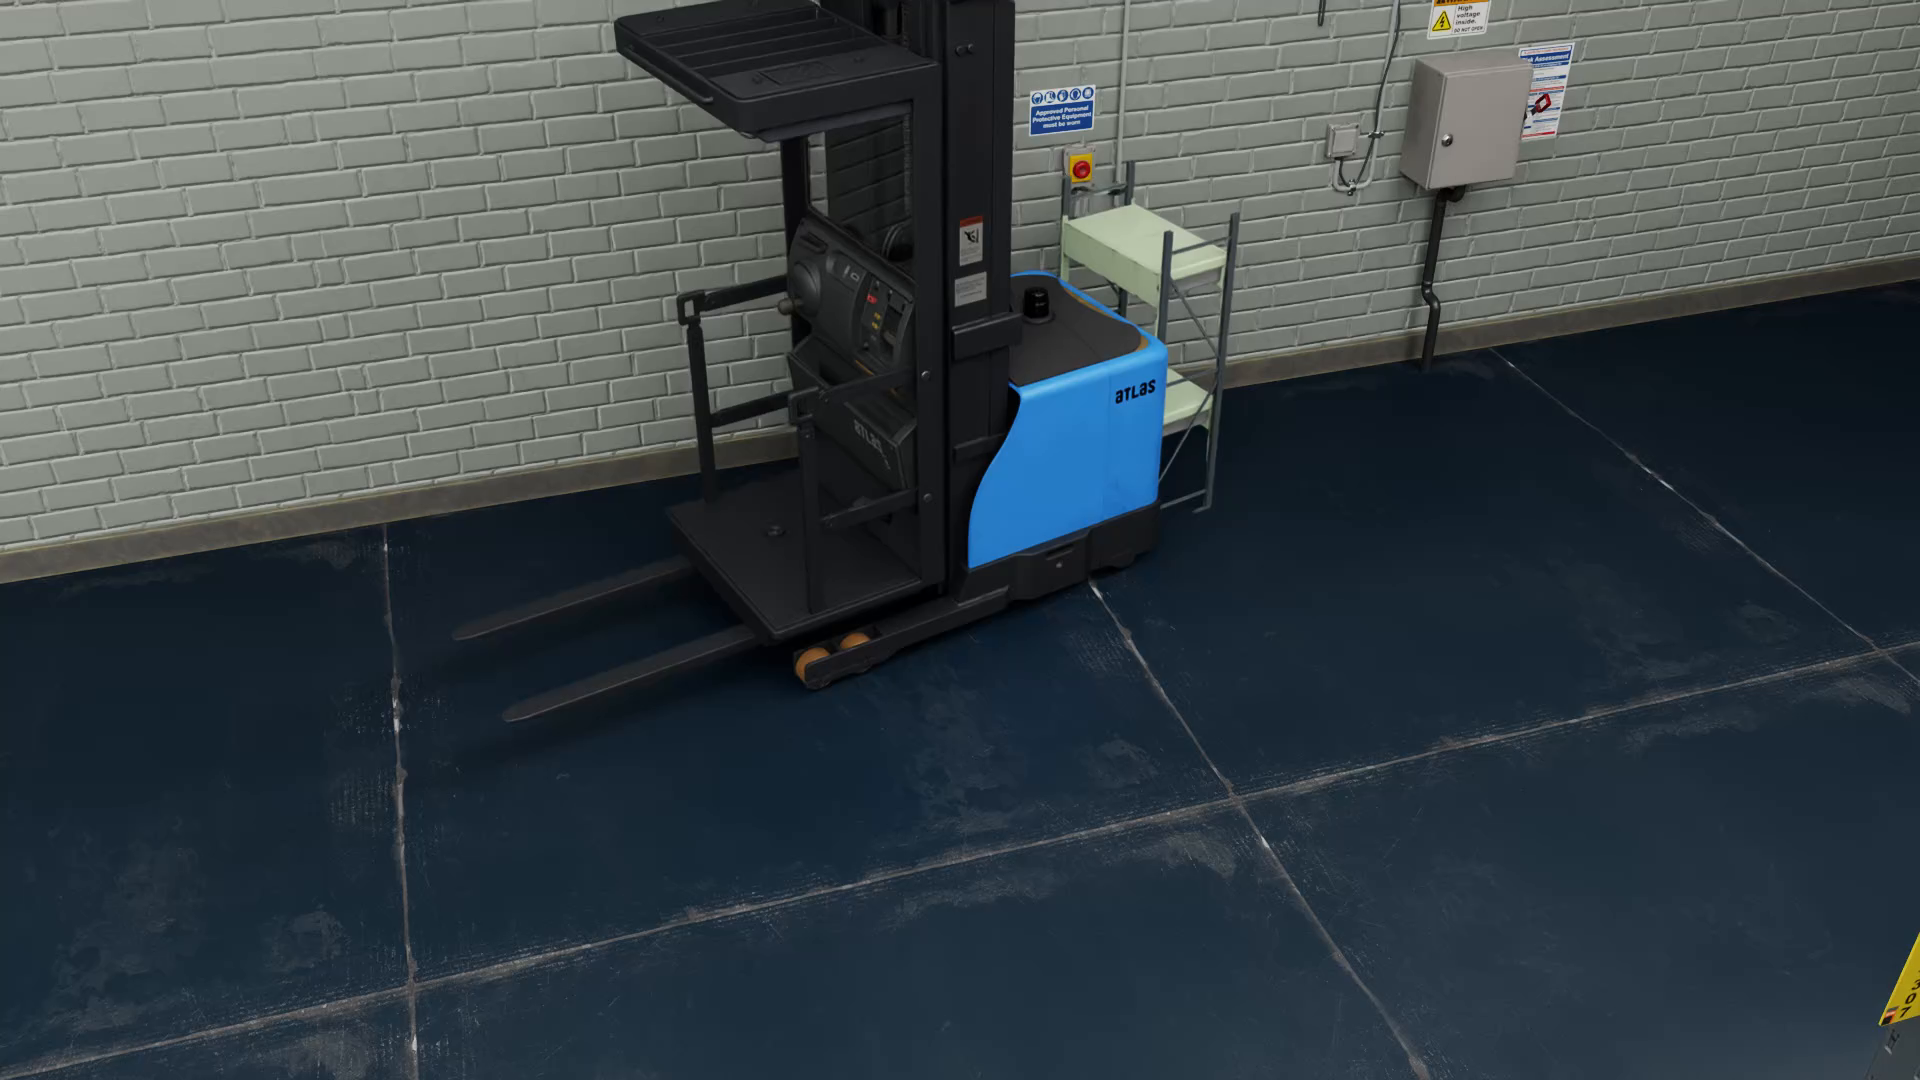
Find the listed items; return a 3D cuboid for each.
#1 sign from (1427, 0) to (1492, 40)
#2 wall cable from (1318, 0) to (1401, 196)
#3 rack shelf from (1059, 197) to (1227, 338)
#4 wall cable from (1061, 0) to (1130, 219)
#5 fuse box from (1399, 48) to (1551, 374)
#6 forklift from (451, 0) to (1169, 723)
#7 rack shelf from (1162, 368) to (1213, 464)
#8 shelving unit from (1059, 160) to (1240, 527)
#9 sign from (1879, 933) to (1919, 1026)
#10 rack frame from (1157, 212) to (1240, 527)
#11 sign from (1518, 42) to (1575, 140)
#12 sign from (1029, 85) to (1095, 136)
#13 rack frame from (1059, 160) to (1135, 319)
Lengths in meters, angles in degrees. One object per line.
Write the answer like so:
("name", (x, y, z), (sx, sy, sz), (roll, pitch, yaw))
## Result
("sign", (2.477, -2.612, 8.233), (0.339, 0.242, 0.001), (-10, 35, -15))
("wall cable", (1.895, -2.560, 7.982), (0.588, 1.984, 0.122), (-10, 35, -15))
("rack shelf", (0.833, -1.221, 7.529), (0.431, 0.370, 0.720), (-20, 38, -27))
("wall cable", (0.547, -2.328, 7.603), (0.585, 1.953, 0.123), (-10, 35, -15))
("fuse box", (2.592, -1.631, 8.666), (0.539, 1.711, 0.414), (-10, 35, -15))
("forklift", (-0.616, -0.946, 6.523), (3.031, 2.935, 1.130), (-19, 38, -26))
("rack shelf", (0.833, -0.623, 7.924), (0.431, 0.370, 0.720), (-20, 38, -27))
("shelving unit", (0.833, -0.895, 7.744), (0.431, 1.500, 0.755), (-20, 38, -27))
("sign", (1.759, 0.761, 3.020), (0.100, 0.325, 0.005), (-10, 35, -15))
("rack frame", (1.032, -0.725, 7.487), (0.400, 1.500, 0.023), (-20, 38, -27))
("sign", (3.000, -2.320, 8.627), (0.329, 0.494, 0.001), (-10, 35, -15))
("sign", (0.483, -2.028, 7.854), (0.327, 0.218, 0.001), (-10, 35, -15))
("rack frame", (0.635, -1.065, 8.001), (0.400, 1.500, 0.023), (-20, 38, -27))
